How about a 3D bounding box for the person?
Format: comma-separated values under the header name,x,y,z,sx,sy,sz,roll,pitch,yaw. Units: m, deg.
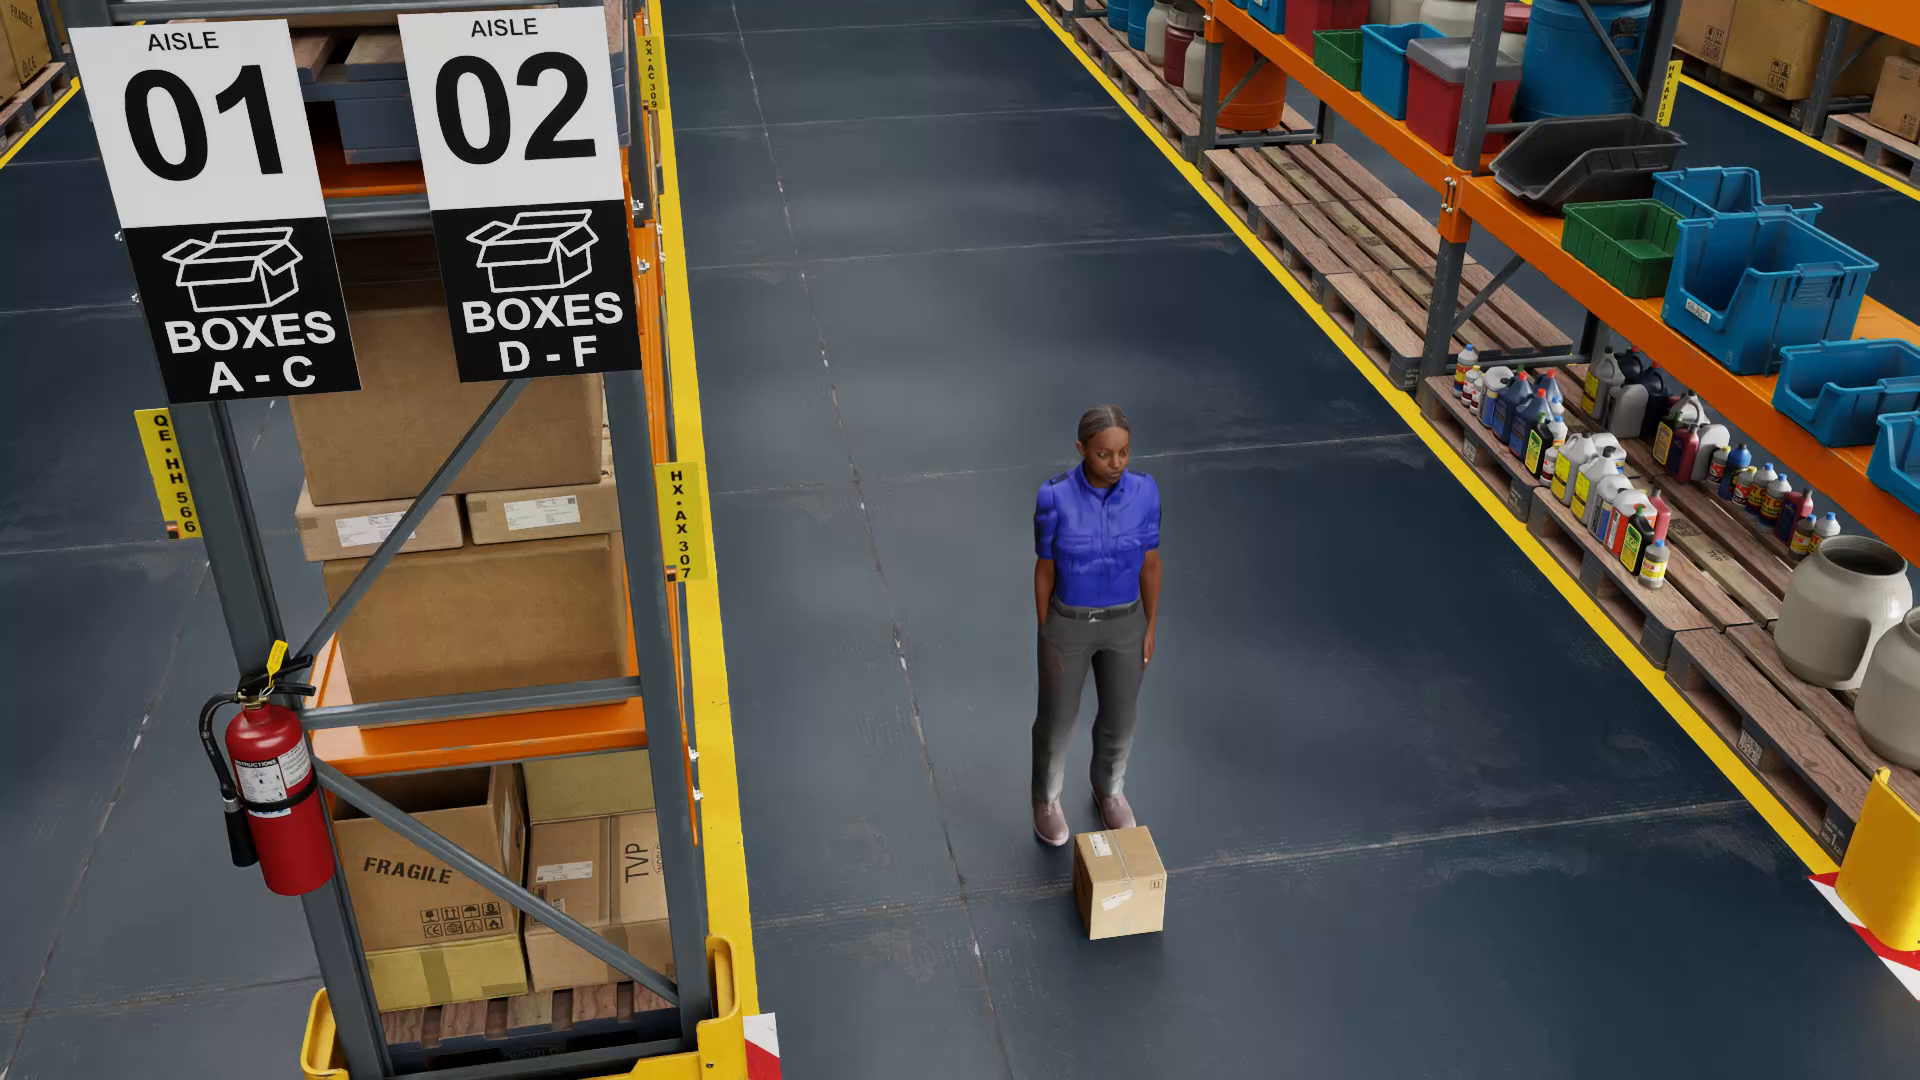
name,x,y,z,sx,sy,sz,roll,pitch,yaw
person,0.462,0.297,5.643,0.436,1.658,0.304,-5,31,-8
